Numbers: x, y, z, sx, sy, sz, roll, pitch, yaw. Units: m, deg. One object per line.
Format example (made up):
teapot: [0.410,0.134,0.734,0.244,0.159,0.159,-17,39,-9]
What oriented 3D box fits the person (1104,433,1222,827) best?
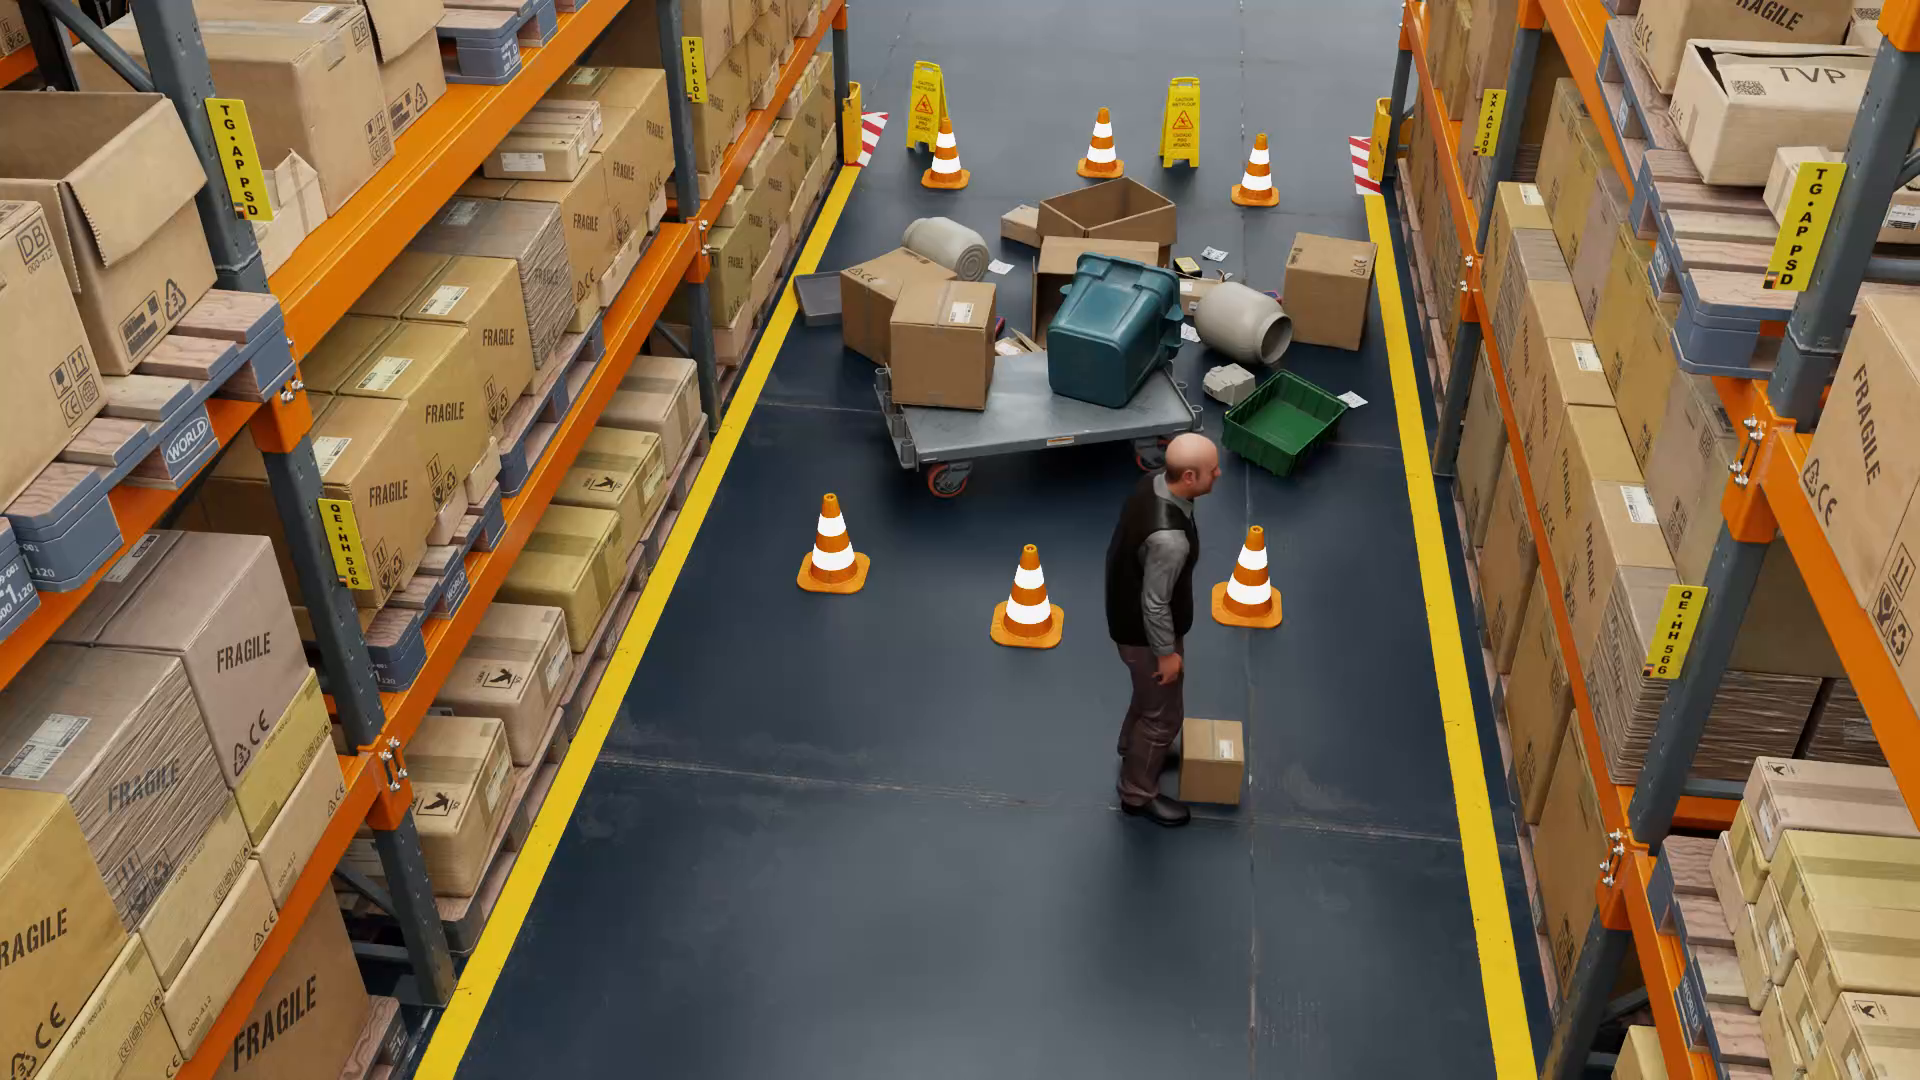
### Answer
person: [0.777,0.324,6.615,0.426,1.719,0.578,3,36,4]
